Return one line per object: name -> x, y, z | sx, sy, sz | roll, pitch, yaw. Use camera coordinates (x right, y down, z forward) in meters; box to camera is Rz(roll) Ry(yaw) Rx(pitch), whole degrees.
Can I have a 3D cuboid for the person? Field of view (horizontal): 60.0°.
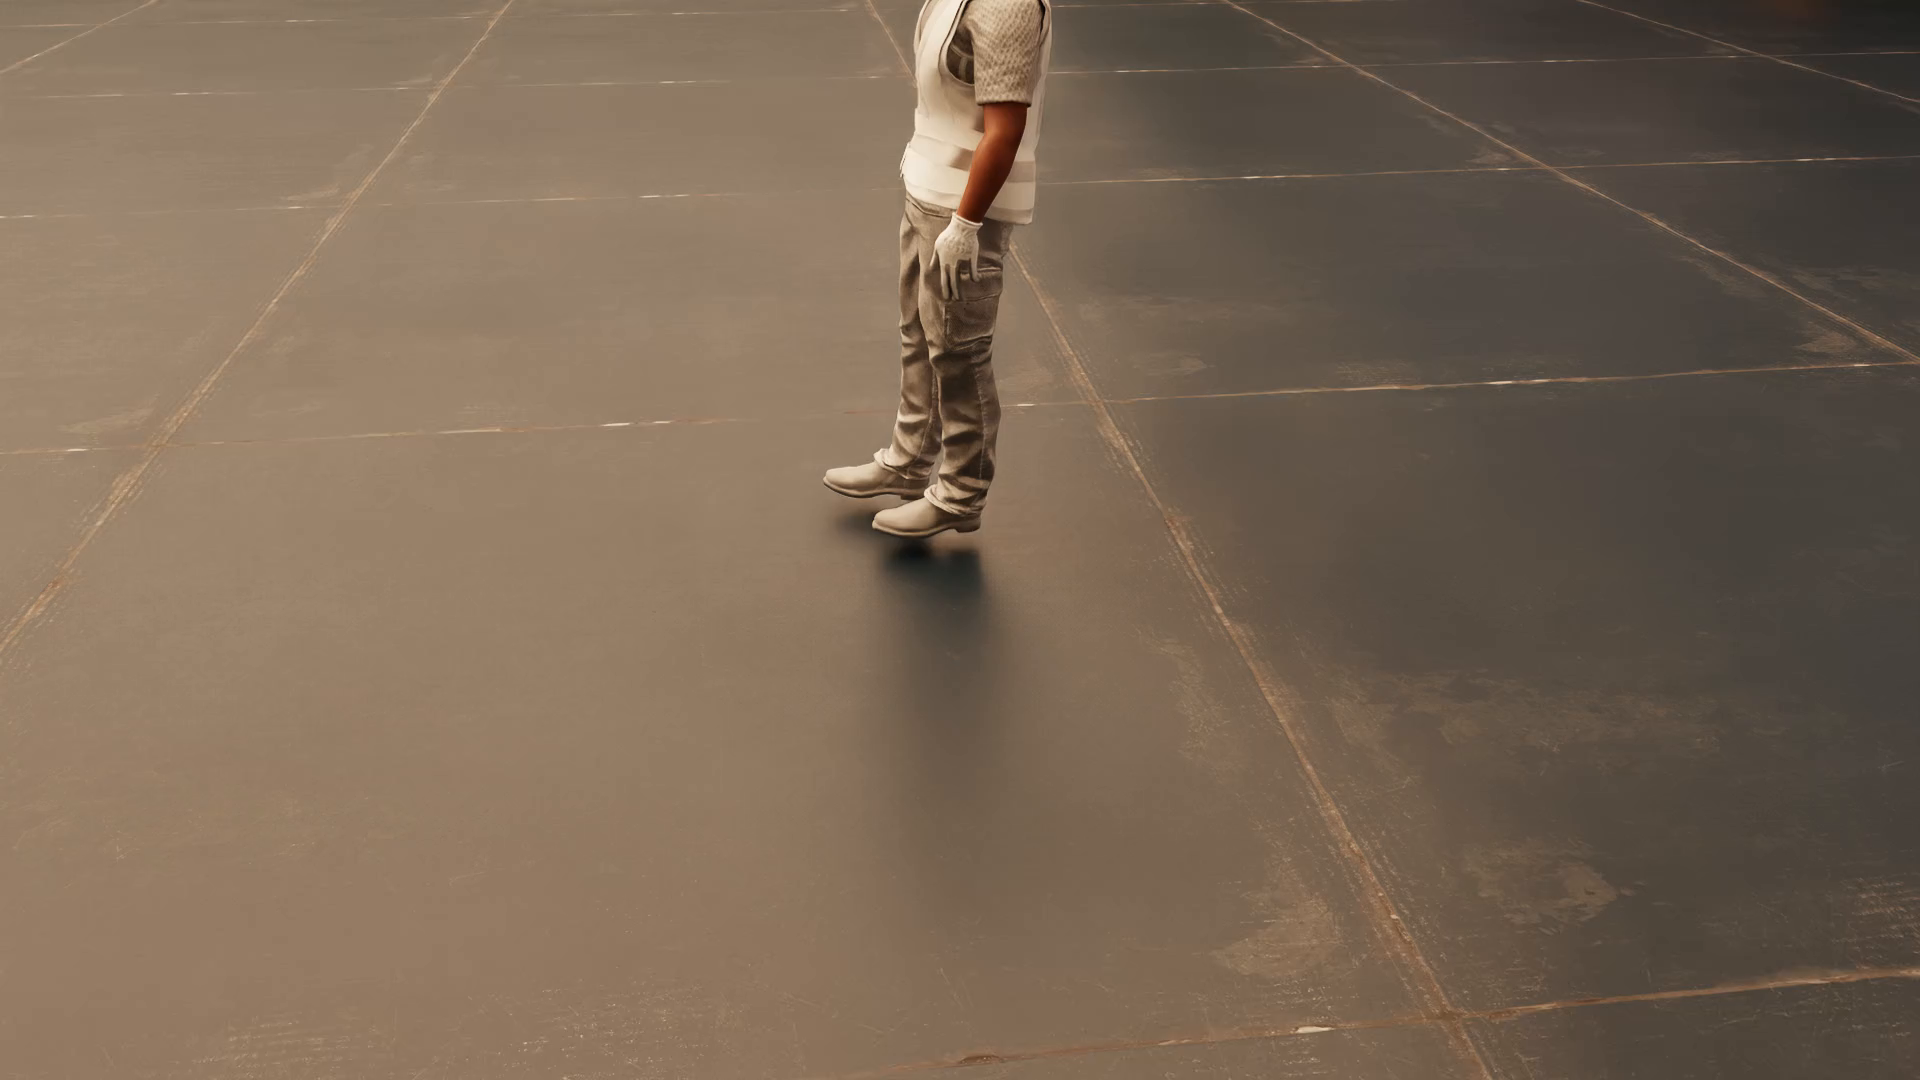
person -> -0.073, -0.846, 4.197 | 0.575, 1.784, 0.657 | -3, 26, -7
